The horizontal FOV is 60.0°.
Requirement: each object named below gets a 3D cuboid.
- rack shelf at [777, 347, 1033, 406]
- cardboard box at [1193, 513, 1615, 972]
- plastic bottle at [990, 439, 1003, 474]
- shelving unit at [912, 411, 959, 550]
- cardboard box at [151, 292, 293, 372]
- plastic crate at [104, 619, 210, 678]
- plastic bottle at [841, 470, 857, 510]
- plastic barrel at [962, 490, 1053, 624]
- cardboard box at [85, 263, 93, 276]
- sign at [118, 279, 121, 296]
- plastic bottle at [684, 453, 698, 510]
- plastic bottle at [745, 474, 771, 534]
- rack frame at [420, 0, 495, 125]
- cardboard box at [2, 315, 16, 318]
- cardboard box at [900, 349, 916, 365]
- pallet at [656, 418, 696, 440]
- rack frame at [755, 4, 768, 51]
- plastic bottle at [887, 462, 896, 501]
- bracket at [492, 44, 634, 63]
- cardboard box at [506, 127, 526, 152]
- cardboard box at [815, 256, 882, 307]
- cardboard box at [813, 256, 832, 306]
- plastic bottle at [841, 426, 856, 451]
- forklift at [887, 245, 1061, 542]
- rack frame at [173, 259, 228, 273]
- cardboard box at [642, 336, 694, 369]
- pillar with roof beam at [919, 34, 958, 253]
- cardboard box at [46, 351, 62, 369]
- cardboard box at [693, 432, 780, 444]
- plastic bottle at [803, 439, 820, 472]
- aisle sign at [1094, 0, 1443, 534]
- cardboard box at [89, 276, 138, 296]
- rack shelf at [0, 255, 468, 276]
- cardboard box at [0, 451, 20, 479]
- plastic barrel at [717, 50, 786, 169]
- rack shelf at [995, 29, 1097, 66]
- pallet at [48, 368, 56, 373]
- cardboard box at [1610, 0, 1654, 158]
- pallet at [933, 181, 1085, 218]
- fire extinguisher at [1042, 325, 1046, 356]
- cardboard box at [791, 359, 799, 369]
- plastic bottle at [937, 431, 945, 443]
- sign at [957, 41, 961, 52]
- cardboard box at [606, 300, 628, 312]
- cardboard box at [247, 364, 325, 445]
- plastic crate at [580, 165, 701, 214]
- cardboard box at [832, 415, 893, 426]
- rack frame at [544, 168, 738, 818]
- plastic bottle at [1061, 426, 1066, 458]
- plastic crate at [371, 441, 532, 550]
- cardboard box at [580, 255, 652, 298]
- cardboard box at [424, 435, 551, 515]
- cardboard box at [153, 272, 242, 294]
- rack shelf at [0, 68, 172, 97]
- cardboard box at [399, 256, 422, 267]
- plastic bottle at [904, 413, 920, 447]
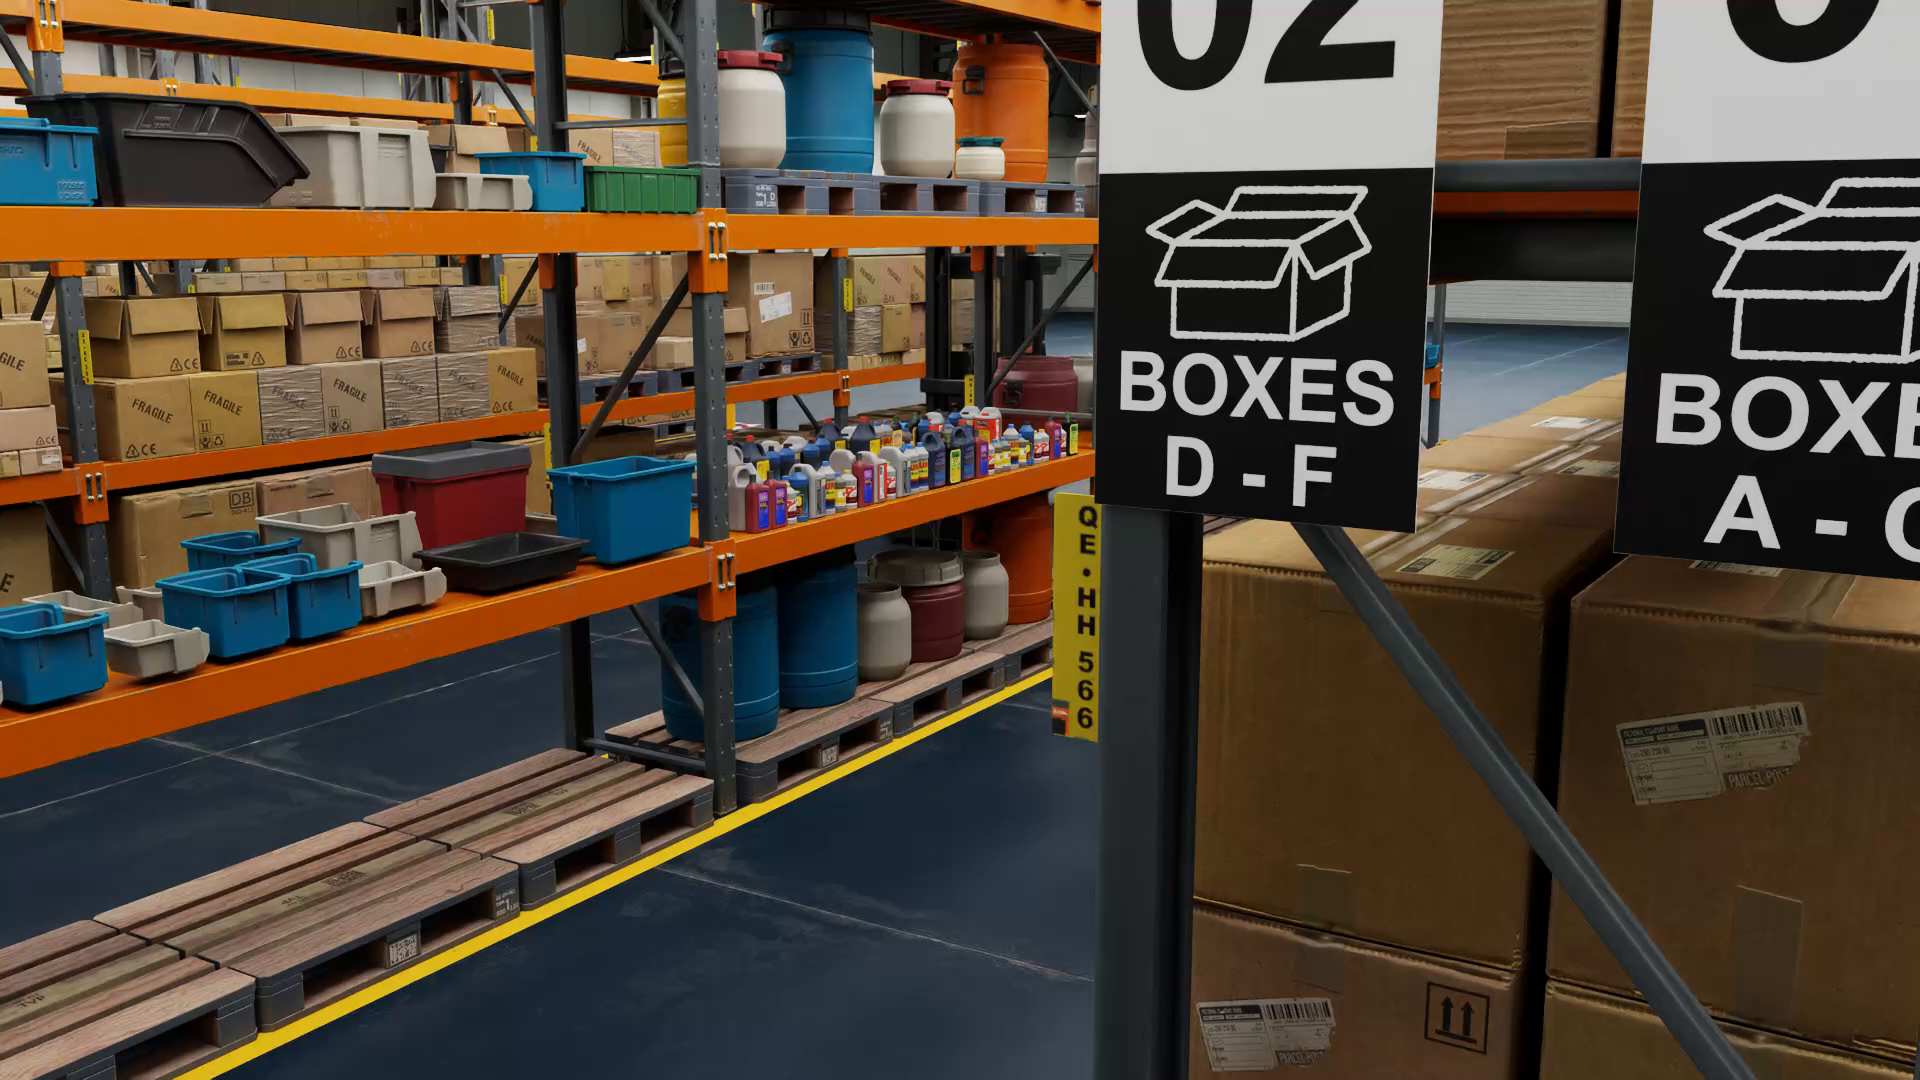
[{"bbox_3d":[-0.566,-1.912,18.883,1.077,0.370,4.000,6,12,31],"label":"rack shelf"},{"bbox_3d":[0.626,0.247,2.411,0.500,0.500,0.500,6,12,30],"label":"cardboard box"},{"bbox_3d":[0.208,-0.502,9.938,0.097,0.201,0.097,0,11,0],"label":"plastic bottle"},{"bbox_3d":[-0.205,-0.469,14.113,0.258,1.200,0.503,4,11,19],"label":"shelving unit"},{"bbox_3d":[-5.067,-1.443,11.426,0.797,0.503,0.637,7,12,31],"label":"cardboard box"},{"bbox_3d":[-2.602,0.353,5.384,0.250,0.136,0.298,6,12,31],"label":"plastic crate"},{"bbox_3d":[-0.584,-0.262,8.656,0.097,0.201,0.097,0,11,0],"label":"plastic bottle"},{"bbox_3d":[0.313,0.090,10.990,0.600,0.830,0.708,6,12,31],"label":"plastic barrel"},{"bbox_3d":[-11.097,-3.397,20.879,0.380,0.149,0.250,7,13,34],"label":"cardboard box"},{"bbox_3d":[-8.344,-2.433,16.567,0.100,0.325,0.005,6,12,31],"label":"sign"},{"bbox_3d":[-1.407,-0.309,8.703,0.152,0.276,0.135,6,12,31],"label":"plastic bottle"},{"bbox_3d":[-0.970,-0.179,7.990,0.061,0.283,0.133,6,12,31],"label":"plastic bottle"},{"bbox_3d":[-5.791,-5.389,19.201,1.000,3.000,0.127,6,12,31],"label":"rack frame"},{"bbox_3d":[-8.819,-1.968,15.152,0.380,0.149,0.250,7,13,33],"label":"cardboard box"},{"bbox_3d":[-0.702,-1.988,18.018,0.380,0.149,0.250,6,12,31],"label":"cardboard box"},{"bbox_3d":[-4.063,-1.566,22.658,1.003,0.211,1.213,6,12,31],"label":"pallet"},{"bbox_3d":[-1.604,-4.899,16.585,1.000,3.000,0.127,6,12,31],"label":"rack frame"},{"bbox_3d":[-0.395,-0.319,8.963,0.097,0.201,0.097,0,11,0],"label":"plastic bottle"},{"bbox_3d":[-8.393,-10.078,34.463,0.076,0.066,4.783,6,12,31],"label":"bracket"},{"bbox_3d":[-3.647,-3.190,13.974,0.500,0.500,0.500,7,13,32],"label":"cardboard box"},{"bbox_3d":[-1.154,-2.684,17.257,0.500,0.500,0.500,6,12,31],"label":"cardboard box"},{"bbox_3d":[-1.606,-2.735,17.527,0.500,0.500,0.500,6,12,31],"label":"cardboard box"},{"bbox_3d":[-0.669,-0.532,9.897,0.152,0.276,0.135,6,12,31],"label":"plastic bottle"},{"bbox_3d":[0.307,-1.633,15.626,1.130,2.935,3.031,4,11,18],"label":"forklift"},{"bbox_3d":[-10.074,-2.897,22.194,1.000,3.000,0.127,6,12,31],"label":"rack frame"},{"bbox_3d":[-2.614,-1.696,15.042,0.500,0.250,0.500,6,12,29],"label":"cardboard box"},{"bbox_3d":[2.766,-10.289,45.372,9.100,9.000,0.548,6,12,31],"label":"pillar with roof beam"},{"bbox_3d":[-8.266,-1.612,14.870,0.380,0.149,0.250,6,12,28],"label":"cardboard box"},{"bbox_3d":[-2.205,-0.771,16.430,0.700,0.500,0.500,6,12,30],"label":"cardboard box"},{"bbox_3d":[-0.838,-0.434,9.387,0.097,0.271,0.097,0,11,0],"label":"plastic bottle"},{"bbox_3d":[0.333,-0.413,1.857,0.394,0.787,0.004,6,12,31],"label":"aisle sign"},{"bbox_3d":[-10.647,-3.046,20.766,0.500,0.500,0.500,7,13,33],"label":"cardboard box"},{"bbox_3d":[-4.720,-2.128,11.887,1.077,0.370,4.000,6,12,31],"label":"rack shelf"},{"bbox_3d":[-5.770,-0.449,9.799,0.380,0.149,0.250,7,13,32],"label":"cardboard box"},{"bbox_3d":[-1.037,-2.026,7.876,0.433,0.535,0.433,0,11,0],"label":"plastic barrel"},{"bbox_3d":[1.590,-3.562,12.480,1.077,0.370,4.000,6,12,31],"label":"rack shelf"},{"bbox_3d":[-8.861,-1.402,14.726,1.003,0.211,1.213,6,12,31],"label":"pallet"},{"bbox_3d":[1.114,-0.574,2.037,0.500,0.250,0.500,6,12,31],"label":"cardboard box"},{"bbox_3d":[0.071,-2.119,10.398,1.003,0.211,1.213,6,12,31],"label":"pallet"},{"bbox_3d":[0.926,-2.516,20.365,0.296,0.674,0.183,6,12,31],"label":"fire extinguisher"},{"bbox_3d":[-1.744,-1.889,17.491,0.380,0.149,0.250,6,12,31],"label":"cardboard box"},{"bbox_3d":[-0.106,-0.492,9.660,0.061,0.283,0.133,6,12,31],"label":"plastic bottle"},{"bbox_3d":[0.009,-6.078,20.129,0.100,0.325,0.005,6,12,31],"label":"sign"},{"bbox_3d":[-4.773,-2.829,21.419,0.875,0.550,0.500,6,12,31],"label":"cardboard box"},{"bbox_3d":[-4.785,-0.948,11.509,0.500,0.500,0.500,6,12,29],"label":"cardboard box"},{"bbox_3d":[-1.486,-1.494,7.122,0.450,0.188,0.662,6,12,31],"label":"plastic crate"},{"bbox_3d":[-1.072,-1.078,18.129,0.500,0.500,0.500,-9,14,-39],"label":"cardboard box"},{"bbox_3d":[-1.525,-0.219,7.889,1.000,3.000,0.127,6,12,31],"label":"rack frame"},{"bbox_3d":[0.631,-0.630,10.622,0.097,0.201,0.097,0,11,0],"label":"plastic bottle"},{"bbox_3d":[-2.203,-0.164,7.255,0.402,0.464,0.583,6,12,31],"label":"plastic crate"},{"bbox_3d":[-4.554,-3.449,21.798,0.875,0.550,0.550,6,12,31],"label":"cardboard box"},{"bbox_3d":[-4.057,-0.377,13.364,1.225,0.875,0.875,6,12,28],"label":"cardboard box"},{"bbox_3d":[-7.626,-2.422,16.663,0.700,0.500,0.500,6,12,30],"label":"cardboard box"},{"bbox_3d":[-8.906,-3.895,14.263,1.077,0.370,4.000,6,12,31],"label":"rack shelf"},{"bbox_3d":[-8.345,-4.033,24.464,0.700,0.500,0.500,7,12,31],"label":"cardboard box"},{"bbox_3d":[-0.298,-0.664,10.583,0.061,0.283,0.133,6,12,31],"label":"plastic bottle"}]
